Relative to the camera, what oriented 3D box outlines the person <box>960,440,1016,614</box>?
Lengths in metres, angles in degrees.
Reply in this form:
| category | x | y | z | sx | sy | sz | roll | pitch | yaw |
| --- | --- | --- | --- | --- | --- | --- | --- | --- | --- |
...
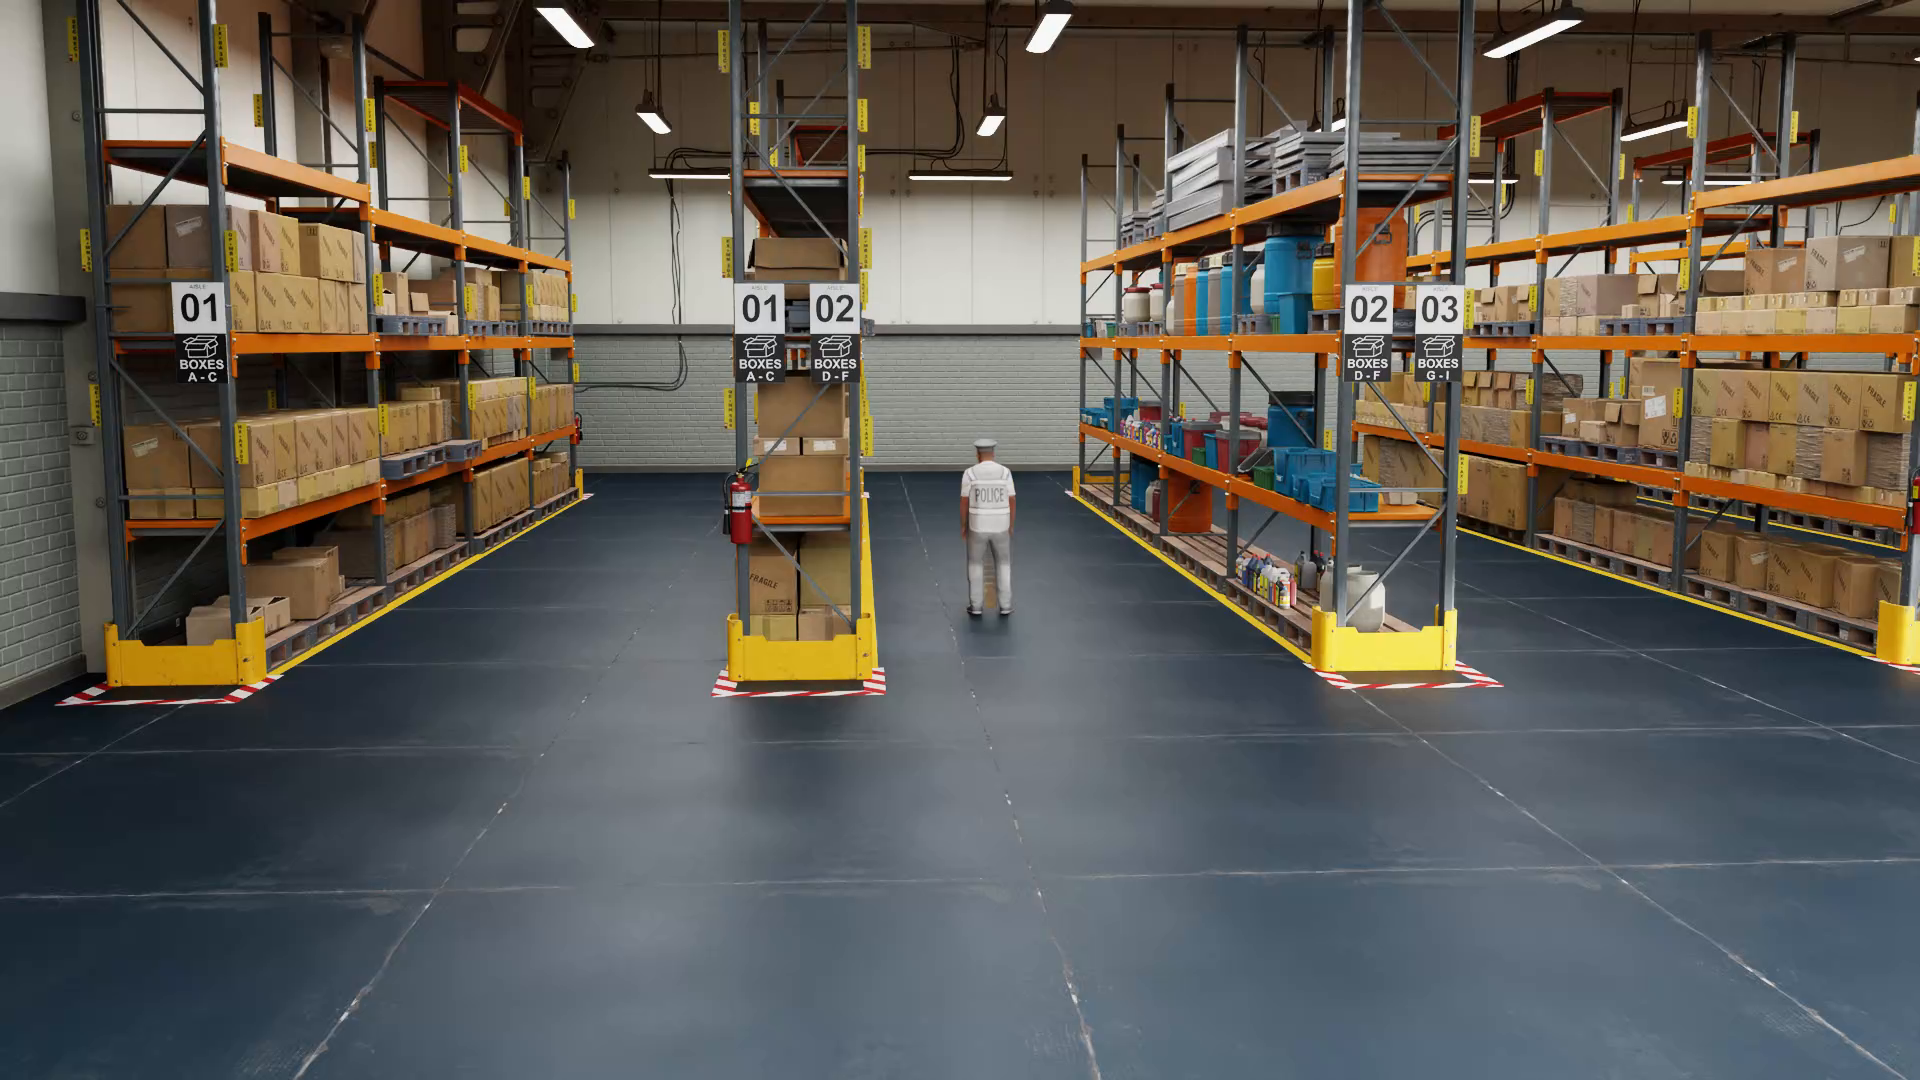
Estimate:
| category | x | y | z | sx | sy | sz | roll | pitch | yaw |
| --- | --- | --- | --- | --- | --- | --- | --- | --- | --- |
| person | 0.281 | -0.123 | 16.736 | 0.574 | 1.749 | 0.443 | -1 | 7 | -6 |
